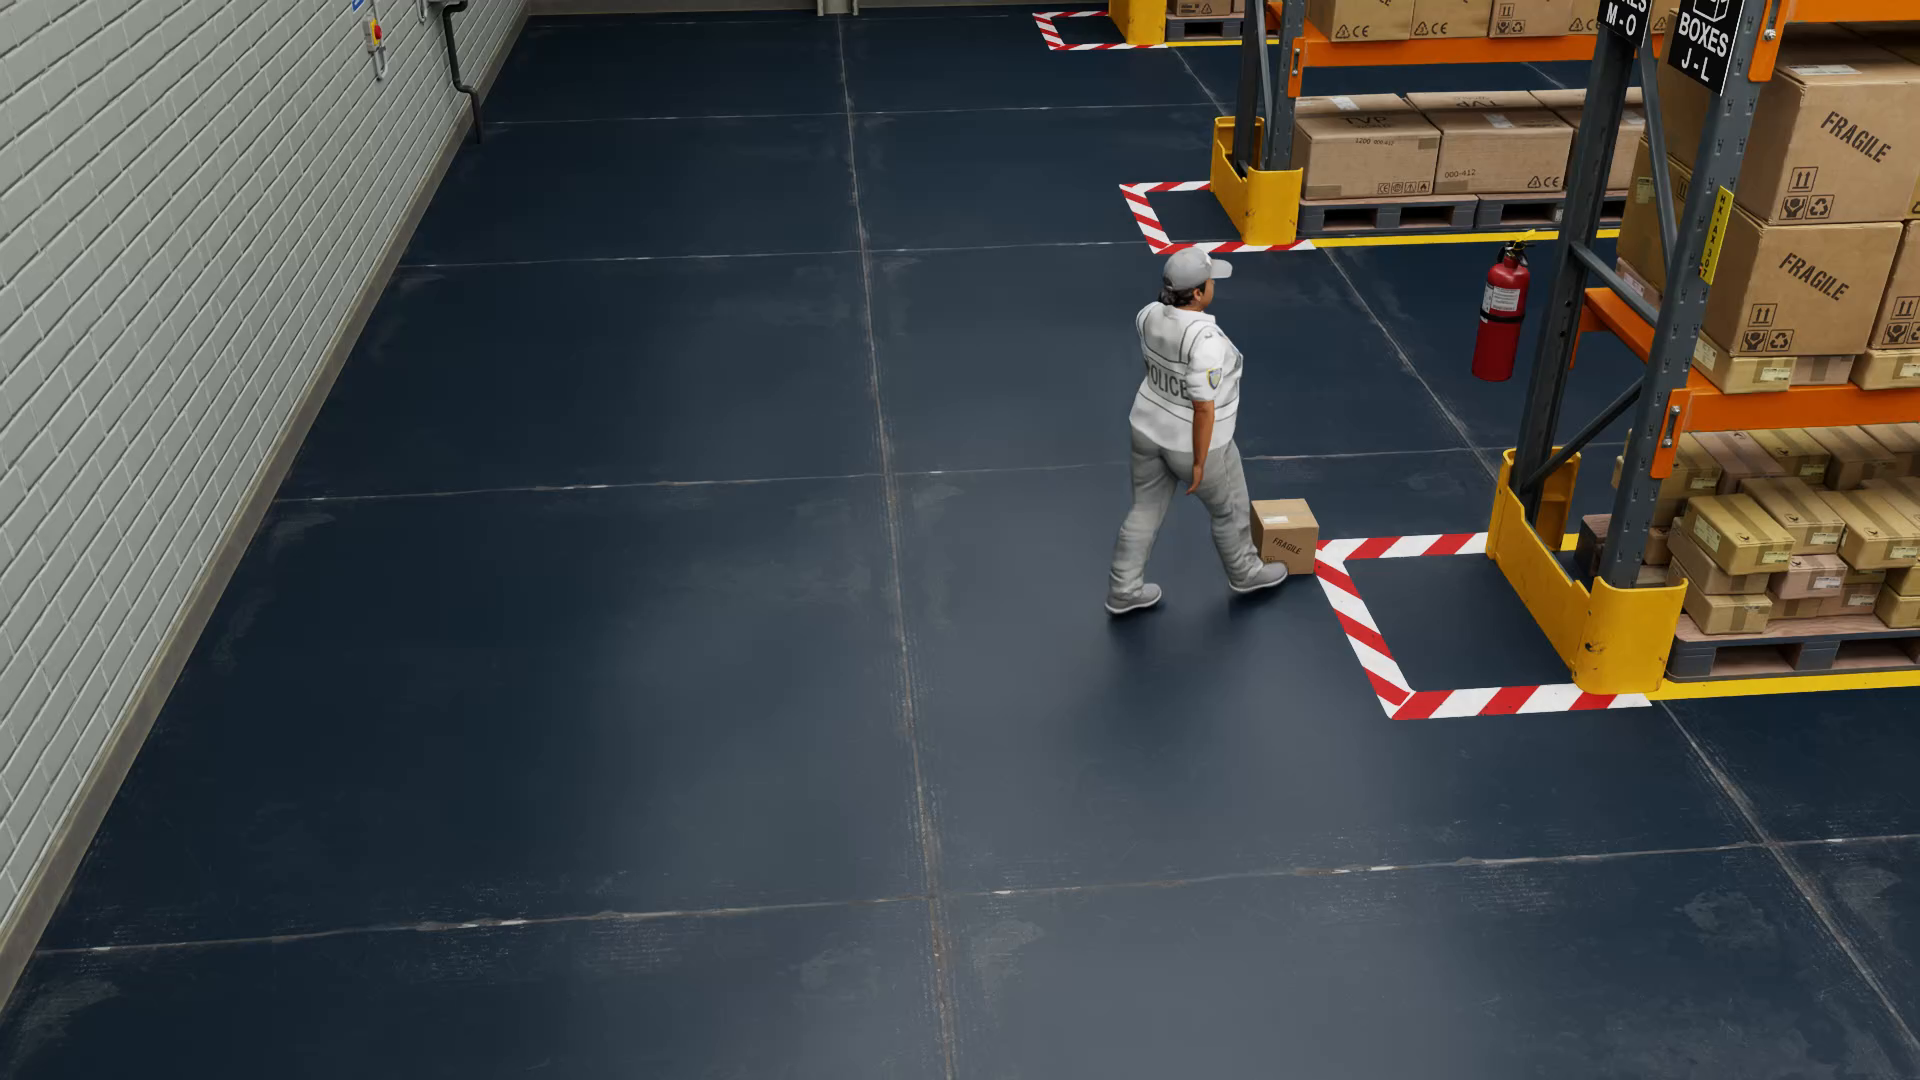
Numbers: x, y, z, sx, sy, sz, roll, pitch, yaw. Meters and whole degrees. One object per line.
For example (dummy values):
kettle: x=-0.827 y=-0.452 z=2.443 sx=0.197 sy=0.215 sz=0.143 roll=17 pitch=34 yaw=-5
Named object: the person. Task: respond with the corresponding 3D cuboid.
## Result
person: x=1.002 y=-0.474 z=6.893 sx=0.834 sy=1.633 sz=0.492 roll=-23 pitch=38 yaw=-33
